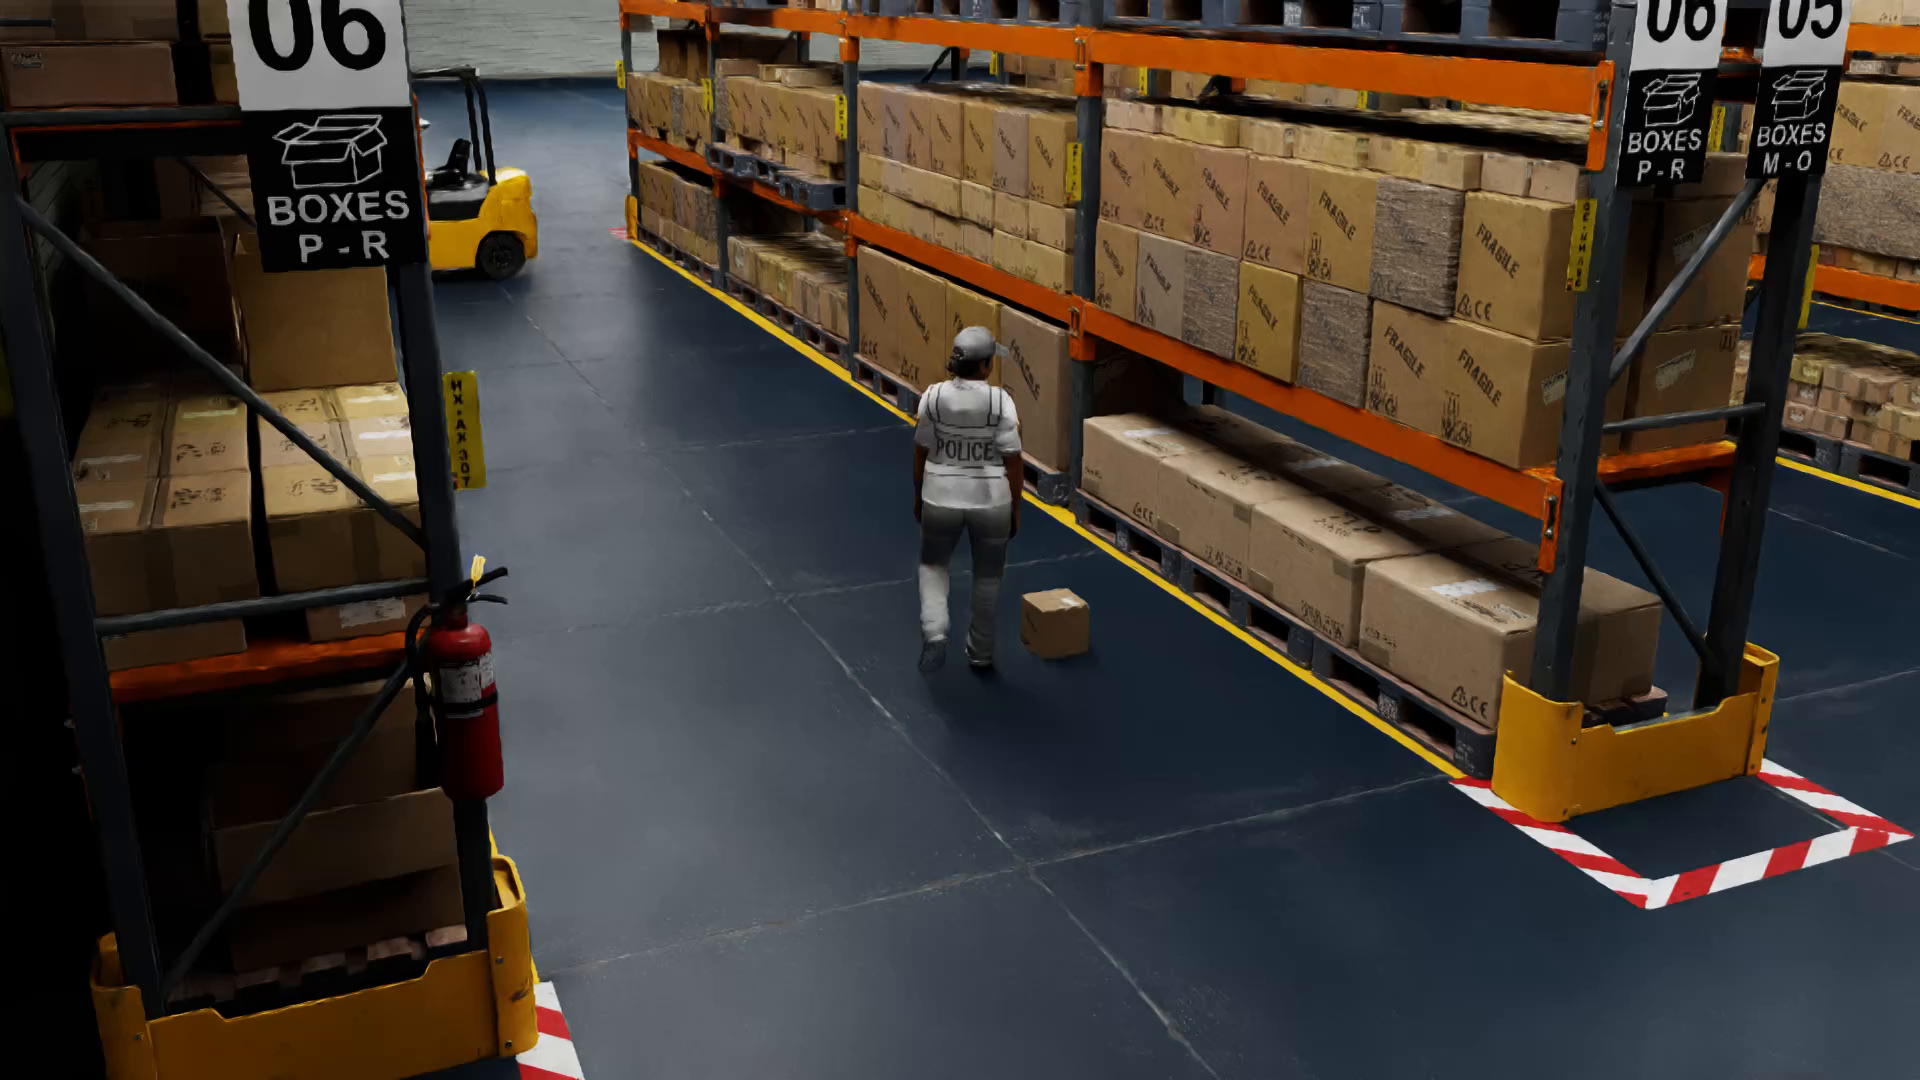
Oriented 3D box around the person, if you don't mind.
[{"bbox_3d":[0.035,-0.153,7.494,0.517,1.669,0.672,3,19,8],"label":"person"}]
